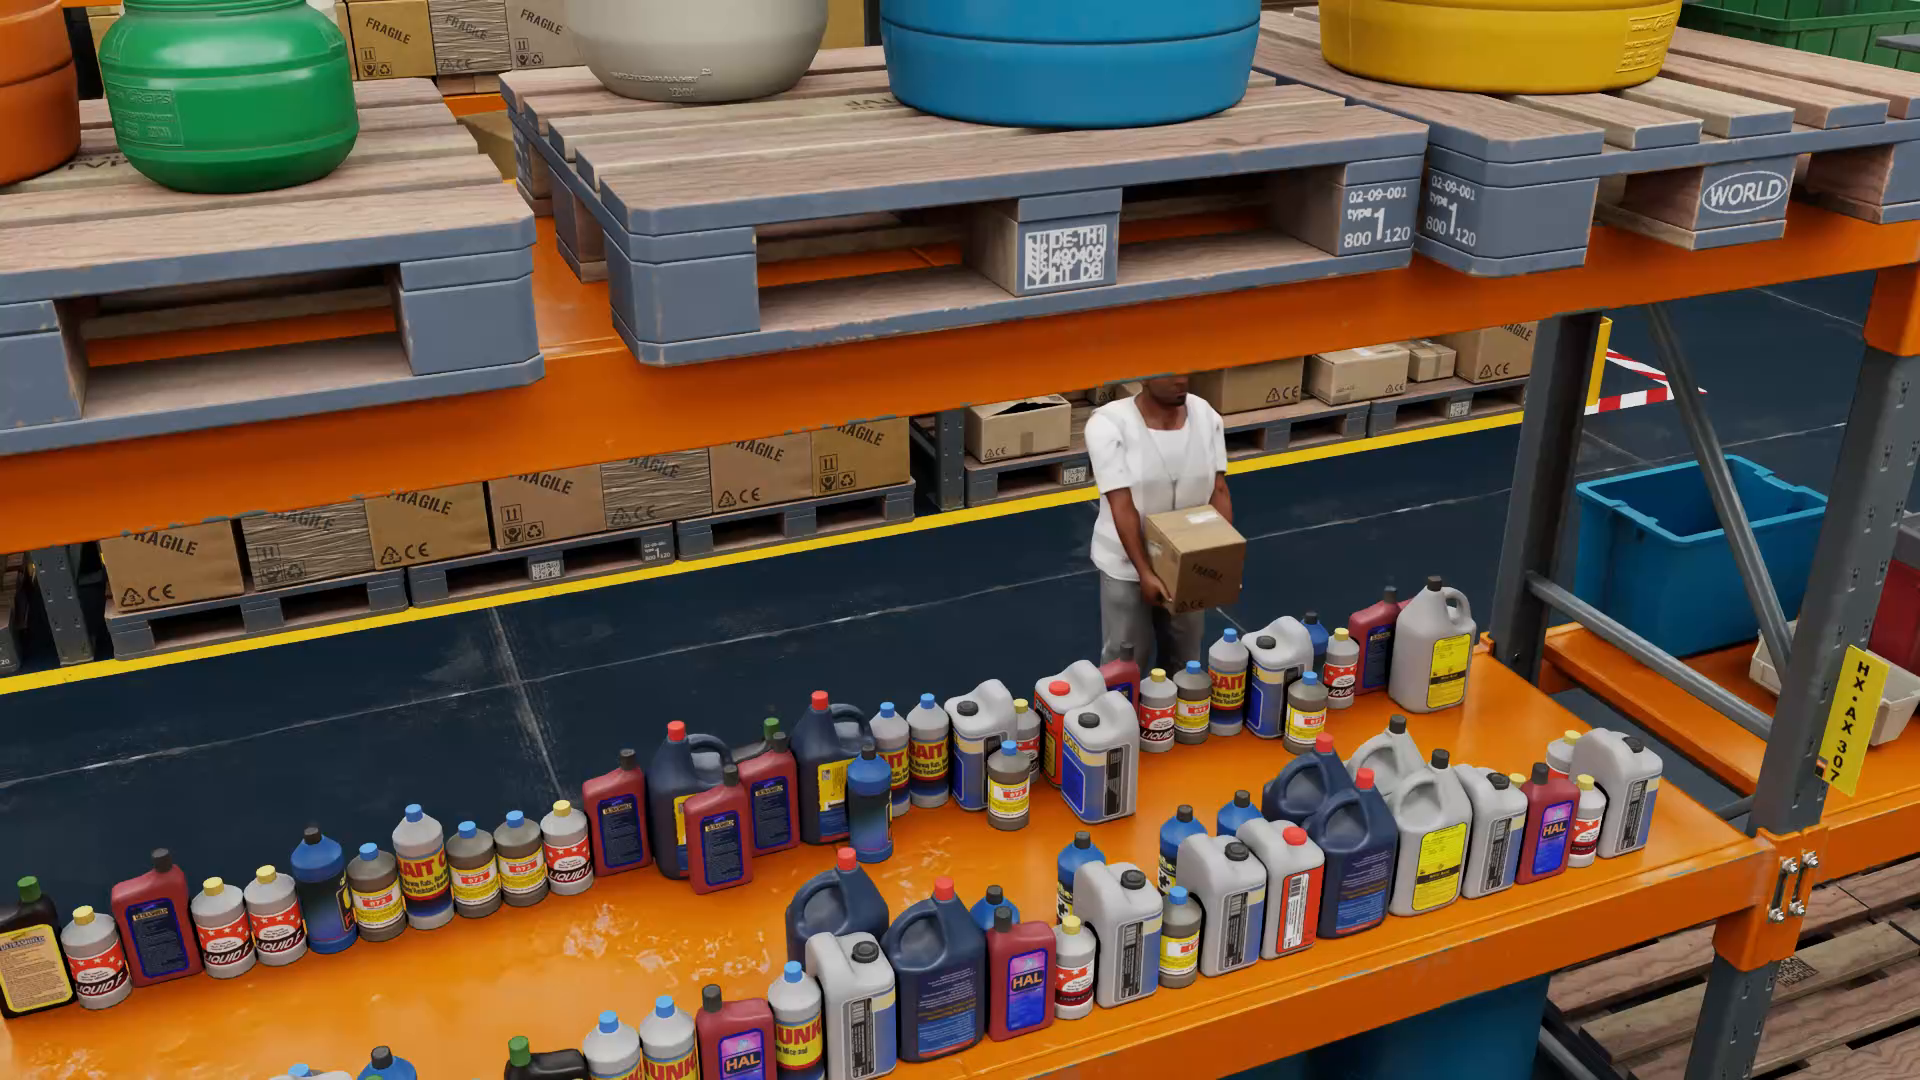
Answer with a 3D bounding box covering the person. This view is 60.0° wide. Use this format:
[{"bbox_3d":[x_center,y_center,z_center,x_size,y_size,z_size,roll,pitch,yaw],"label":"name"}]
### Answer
[{"bbox_3d":[0.729,0.127,5.830,0.503,1.758,0.586,-10,27,-20],"label":"person"}]
